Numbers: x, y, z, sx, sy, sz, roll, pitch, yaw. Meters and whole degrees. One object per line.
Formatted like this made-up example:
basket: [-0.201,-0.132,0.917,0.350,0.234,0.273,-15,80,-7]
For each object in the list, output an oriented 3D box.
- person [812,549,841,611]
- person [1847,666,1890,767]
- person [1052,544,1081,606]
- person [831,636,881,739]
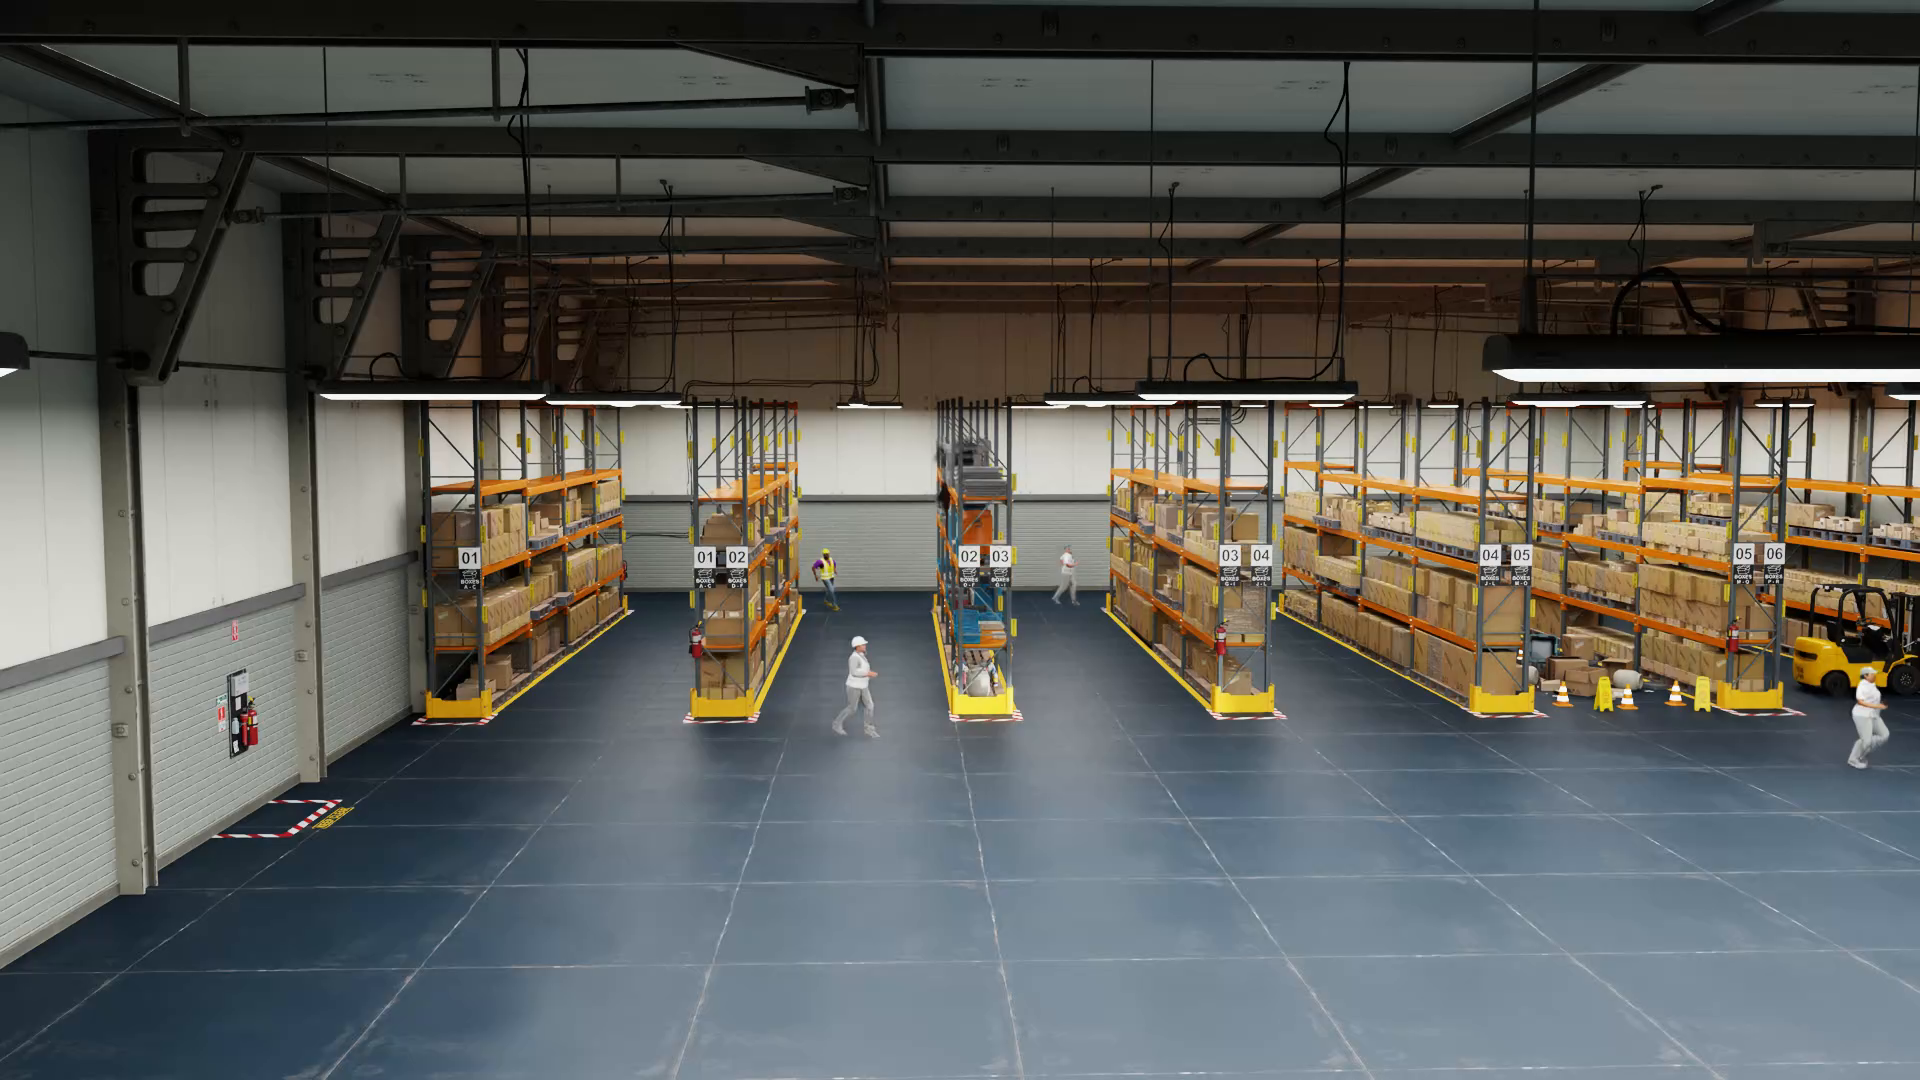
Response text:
person: [-3.831,1.135,47.942,0.763,1.780,0.862,-4,6,-45]
person: [14.572,2.838,26.653,0.661,1.638,0.570,-4,6,-43]
person: [3.144,1.040,49.111,0.847,1.844,0.664,1,5,13]
person: [-1.823,2.588,29.138,0.873,1.812,0.613,1,5,17]
